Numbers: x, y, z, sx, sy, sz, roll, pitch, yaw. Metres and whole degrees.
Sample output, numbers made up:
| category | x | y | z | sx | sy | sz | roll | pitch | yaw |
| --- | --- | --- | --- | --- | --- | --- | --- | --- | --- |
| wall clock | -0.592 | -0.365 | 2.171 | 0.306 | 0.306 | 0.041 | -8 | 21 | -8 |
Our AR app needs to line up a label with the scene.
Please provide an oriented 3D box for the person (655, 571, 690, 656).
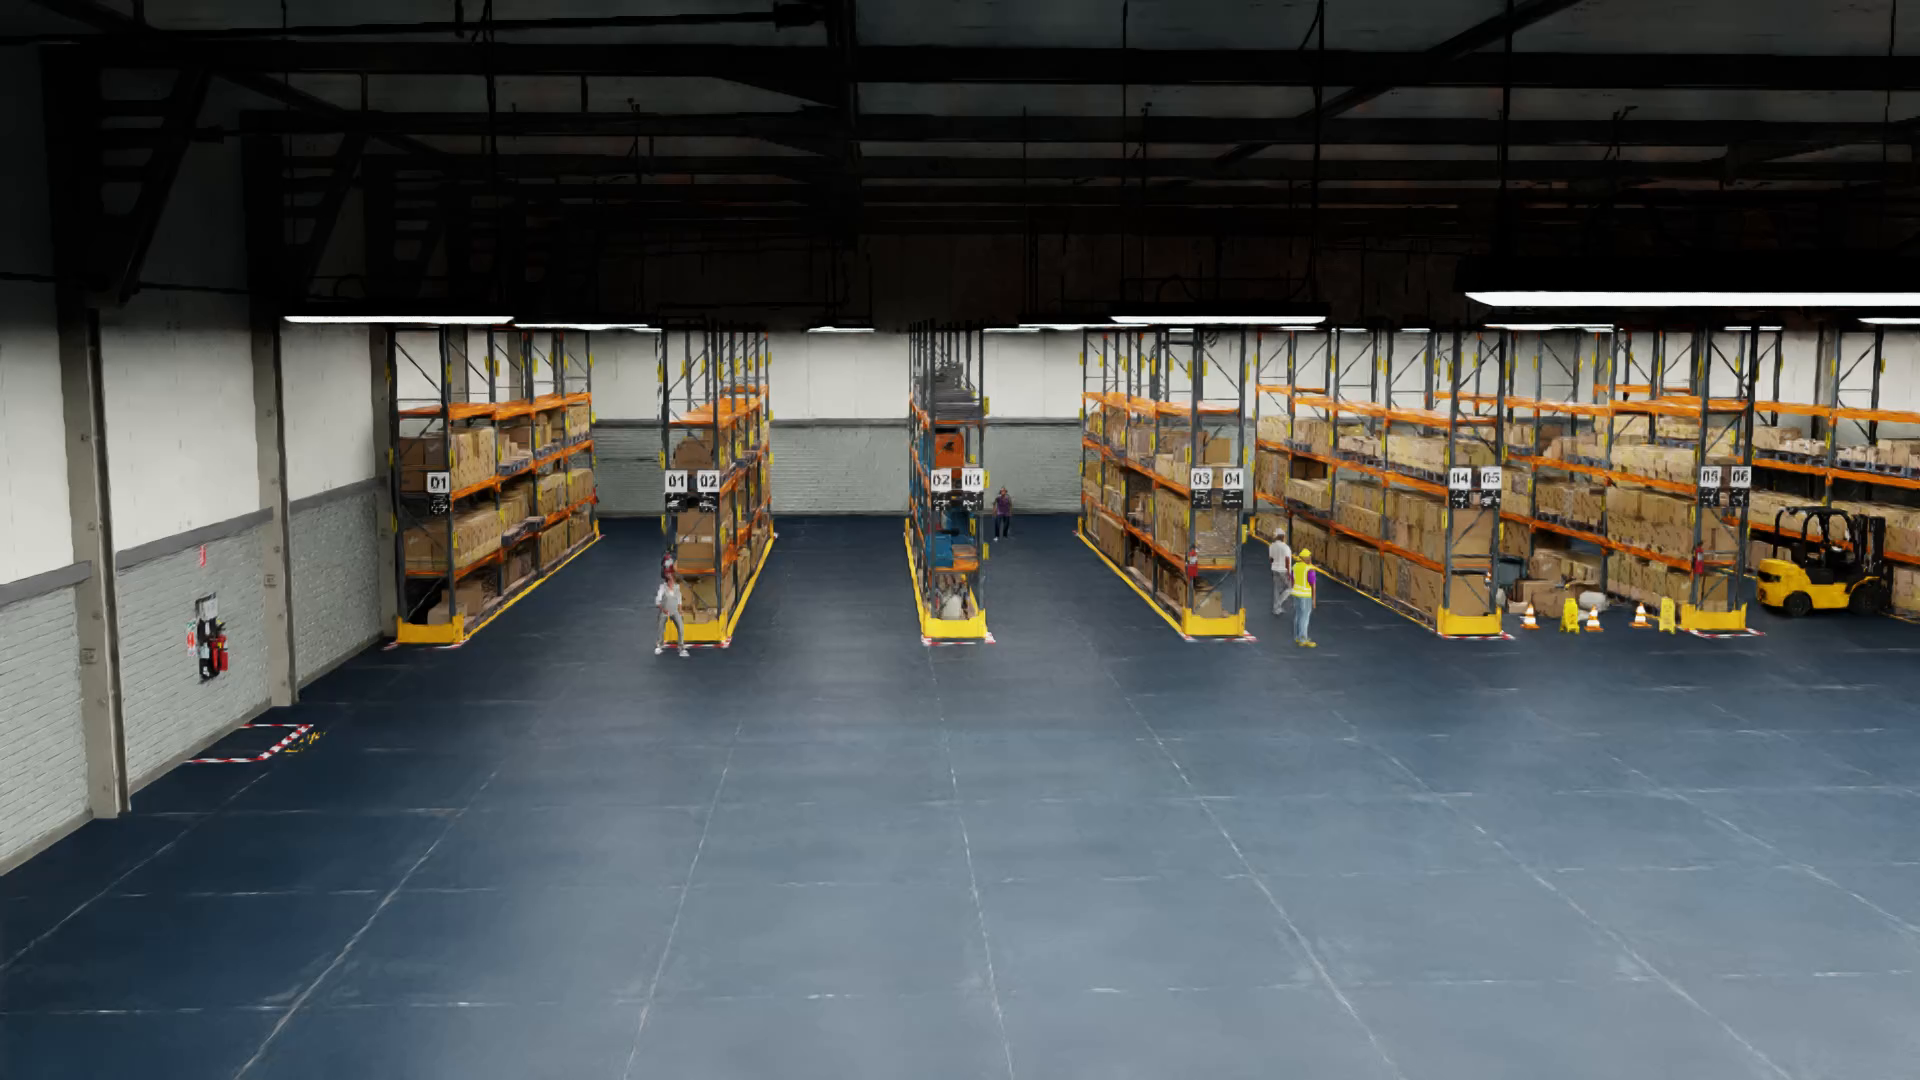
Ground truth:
| category | x | y | z | sx | sy | sz | roll | pitch | yaw |
| --- | --- | --- | --- | --- | --- | --- | --- | --- | --- |
| person | -5.172 | 1.297 | 29.656 | 0.562 | 1.528 | 0.772 | -3 | 8 | -22 |

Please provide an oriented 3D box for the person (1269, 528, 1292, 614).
| category | x | y | z | sx | sy | sz | roll | pitch | yaw |
| --- | --- | --- | --- | --- | --- | --- | --- | --- | --- |
| person | 6.576 | 0.639 | 34.106 | 0.456 | 1.763 | 0.610 | -4 | 8 | -31 |

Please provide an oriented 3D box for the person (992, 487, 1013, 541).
| category | x | y | z | sx | sy | sz | roll | pitch | yaw |
| --- | --- | --- | --- | --- | --- | --- | --- | --- | --- |
| person | 1.171 | -0.716 | 46.028 | 0.566 | 1.541 | 0.519 | -1 | 7 | -5 |

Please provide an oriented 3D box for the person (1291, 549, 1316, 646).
| category | x | y | z | sx | sy | sz | roll | pitch | yaw |
| --- | --- | --- | --- | --- | --- | --- | --- | --- | --- |
| person | 6.385 | 1.037 | 30.729 | 0.464 | 1.772 | 0.645 | -4 | 8 | -30 |
